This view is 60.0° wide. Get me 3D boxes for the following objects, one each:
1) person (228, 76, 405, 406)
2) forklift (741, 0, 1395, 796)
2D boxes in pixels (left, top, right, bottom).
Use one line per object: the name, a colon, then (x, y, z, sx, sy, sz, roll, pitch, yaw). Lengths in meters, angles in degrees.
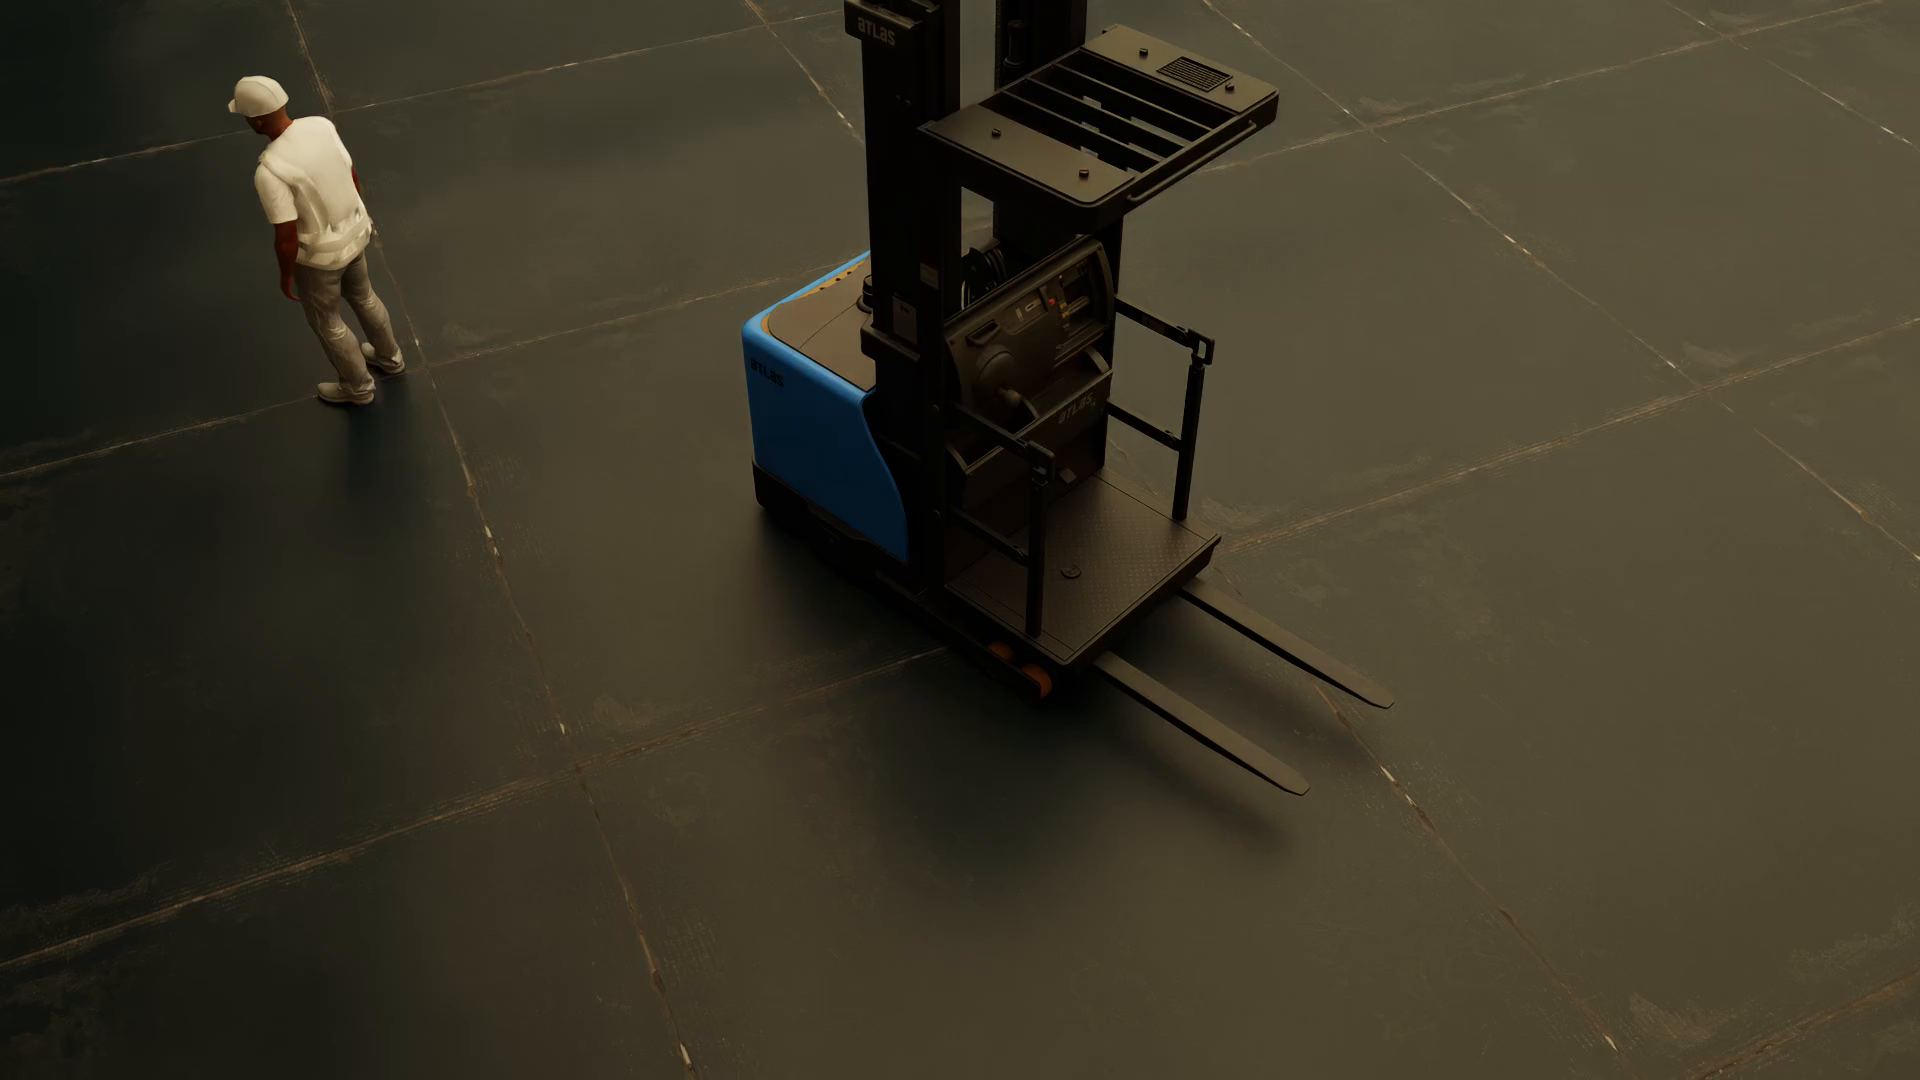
person: (-3.114, -1.447, 8.092, 0.461, 1.759, 0.631, 13, 45, 14)
forklift: (0.445, -0.788, 6.525, 3.031, 2.935, 1.130, 32, 52, 30)
